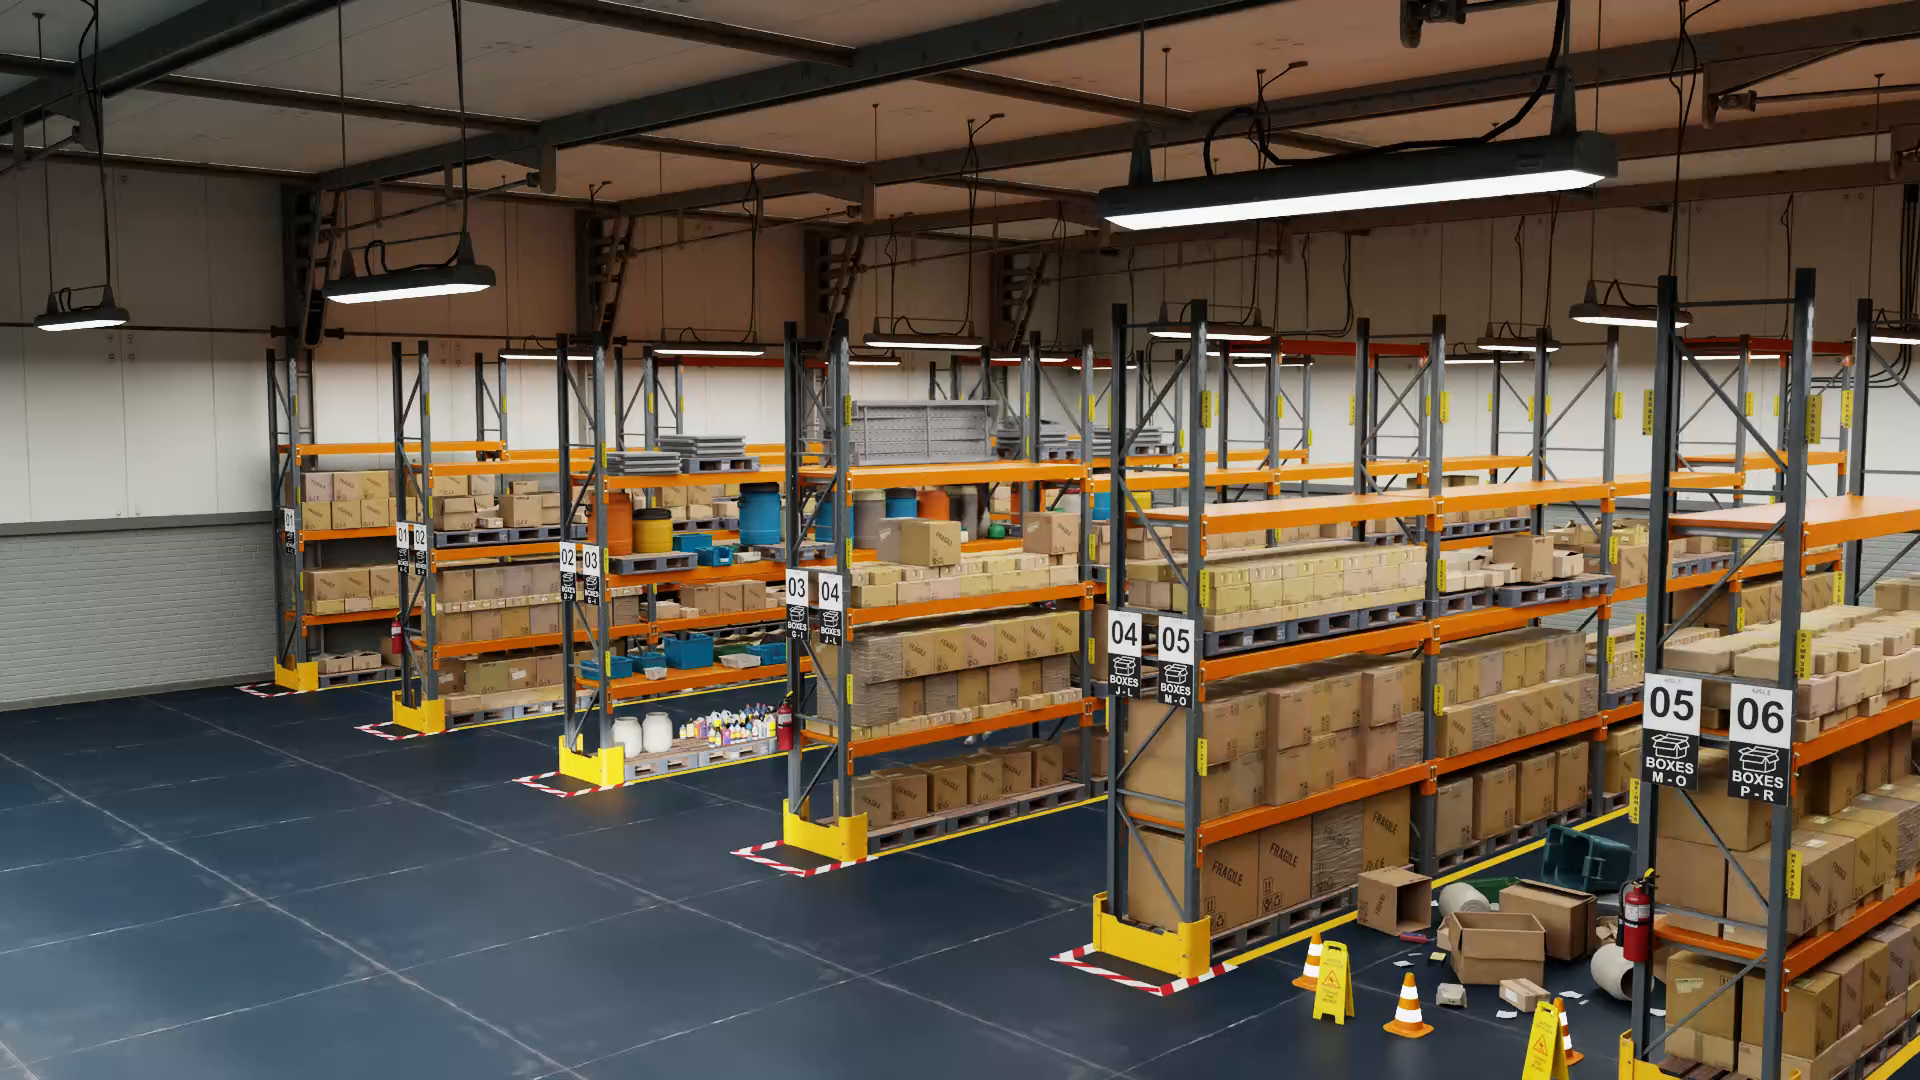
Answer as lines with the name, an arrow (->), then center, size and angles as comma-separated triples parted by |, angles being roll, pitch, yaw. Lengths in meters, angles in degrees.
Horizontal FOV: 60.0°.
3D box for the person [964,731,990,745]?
person -> 0.257, 2.053, 23.297 | 0.545, 1.597, 0.807 | 3, 6, 31
